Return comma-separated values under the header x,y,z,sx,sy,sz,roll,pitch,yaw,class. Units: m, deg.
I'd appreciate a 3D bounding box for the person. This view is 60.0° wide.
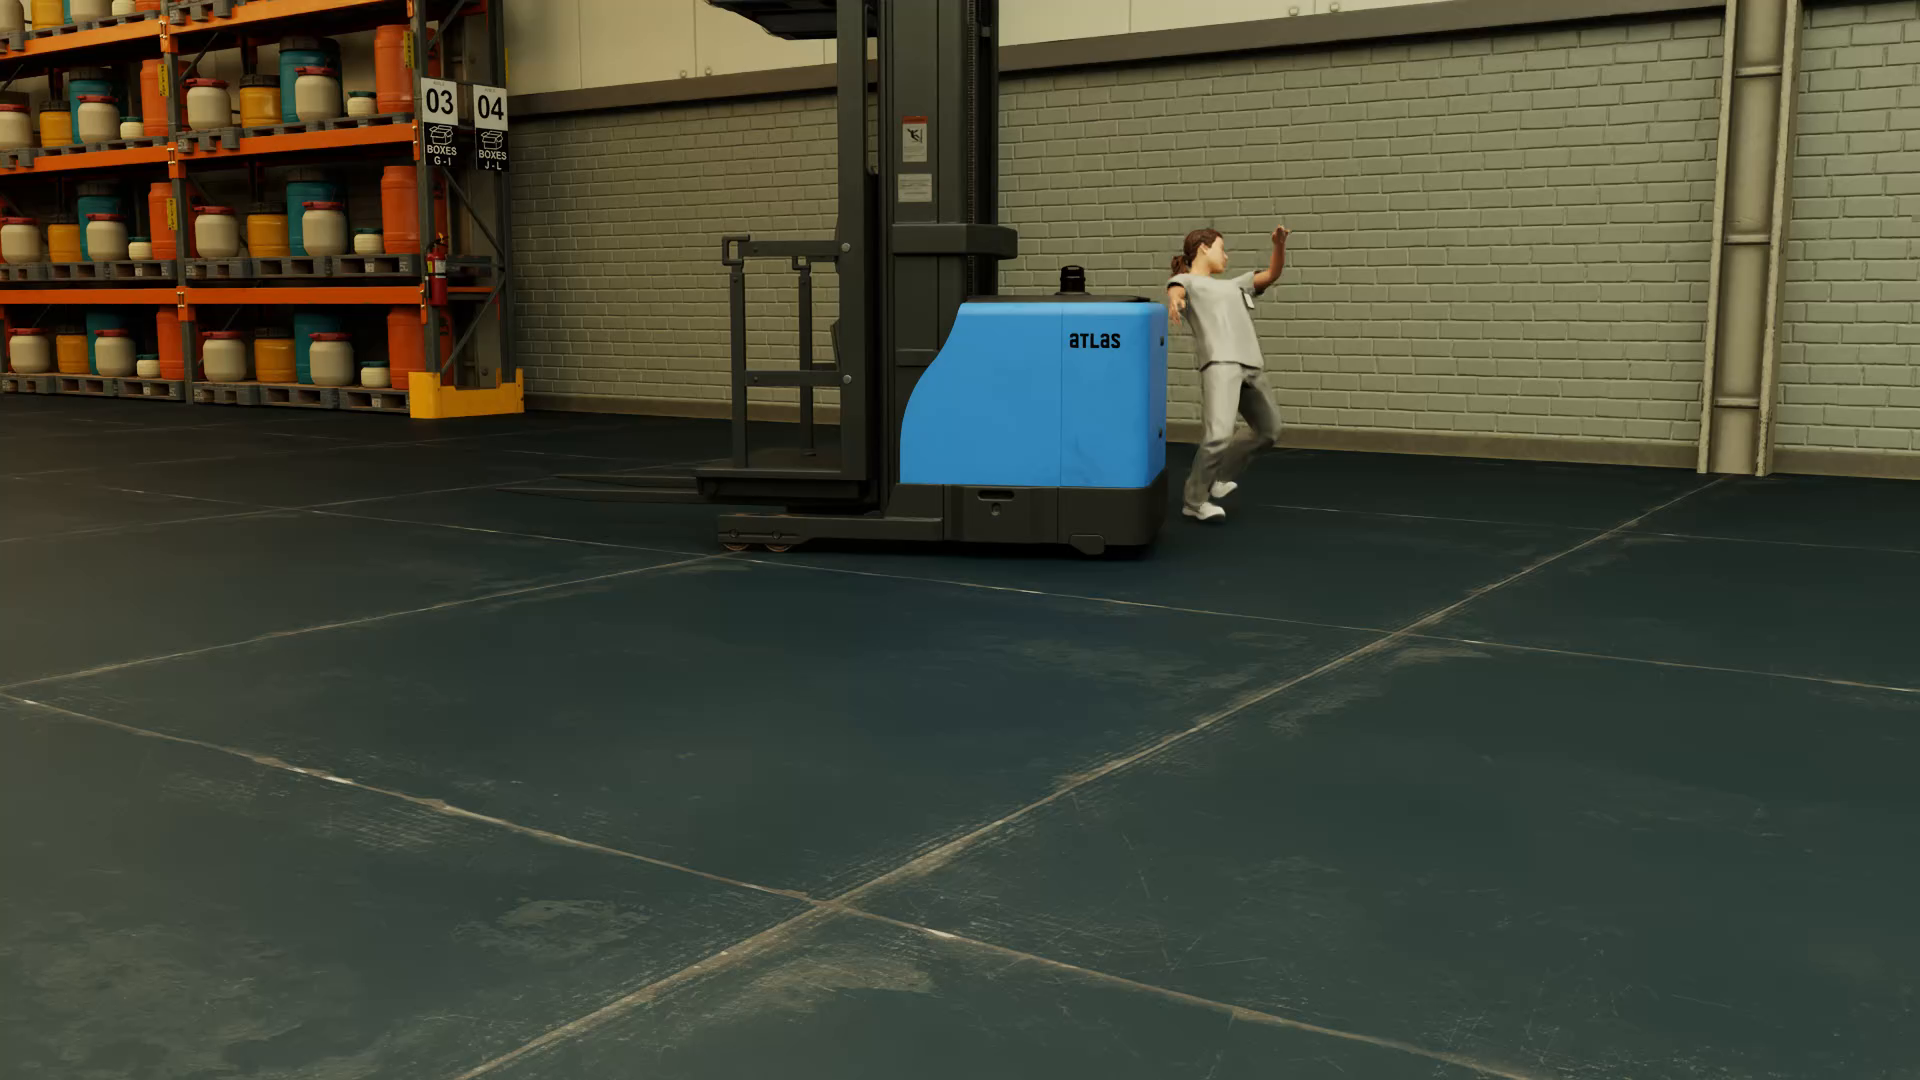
x,y,z,sx,sy,sz,roll,pitch,yaw,class
1.232,-0.814,8.161,0.719,1.416,0.987,7,11,41,person

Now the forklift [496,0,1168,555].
x,y,z,sx,sy,sz,roll,pitch,yaw,class
-0.596,-1.469,7.520,3.031,2.935,1.130,2,8,12,forklift
